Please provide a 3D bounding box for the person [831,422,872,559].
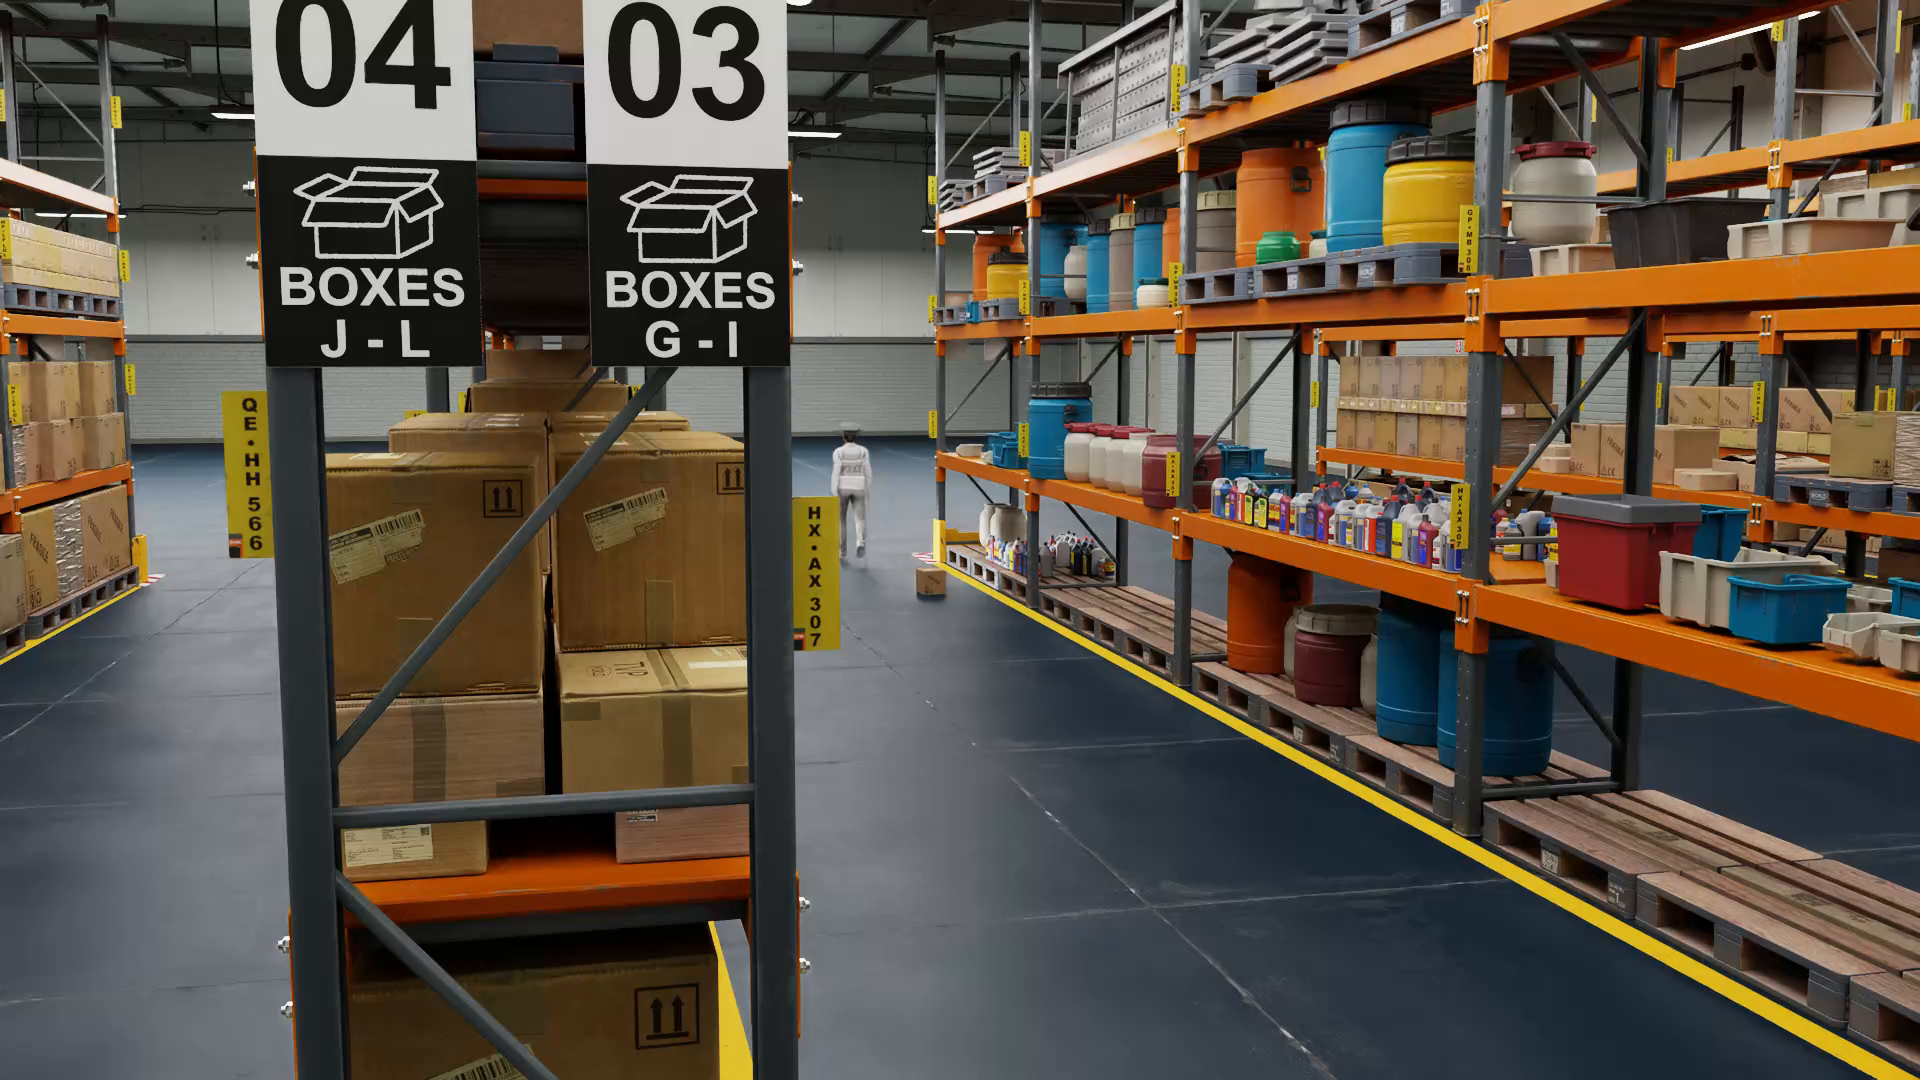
[{"bbox_3d":[-1.286,-0.574,19.783,0.496,1.649,0.841,-1,6,-10],"label":"person"}]
